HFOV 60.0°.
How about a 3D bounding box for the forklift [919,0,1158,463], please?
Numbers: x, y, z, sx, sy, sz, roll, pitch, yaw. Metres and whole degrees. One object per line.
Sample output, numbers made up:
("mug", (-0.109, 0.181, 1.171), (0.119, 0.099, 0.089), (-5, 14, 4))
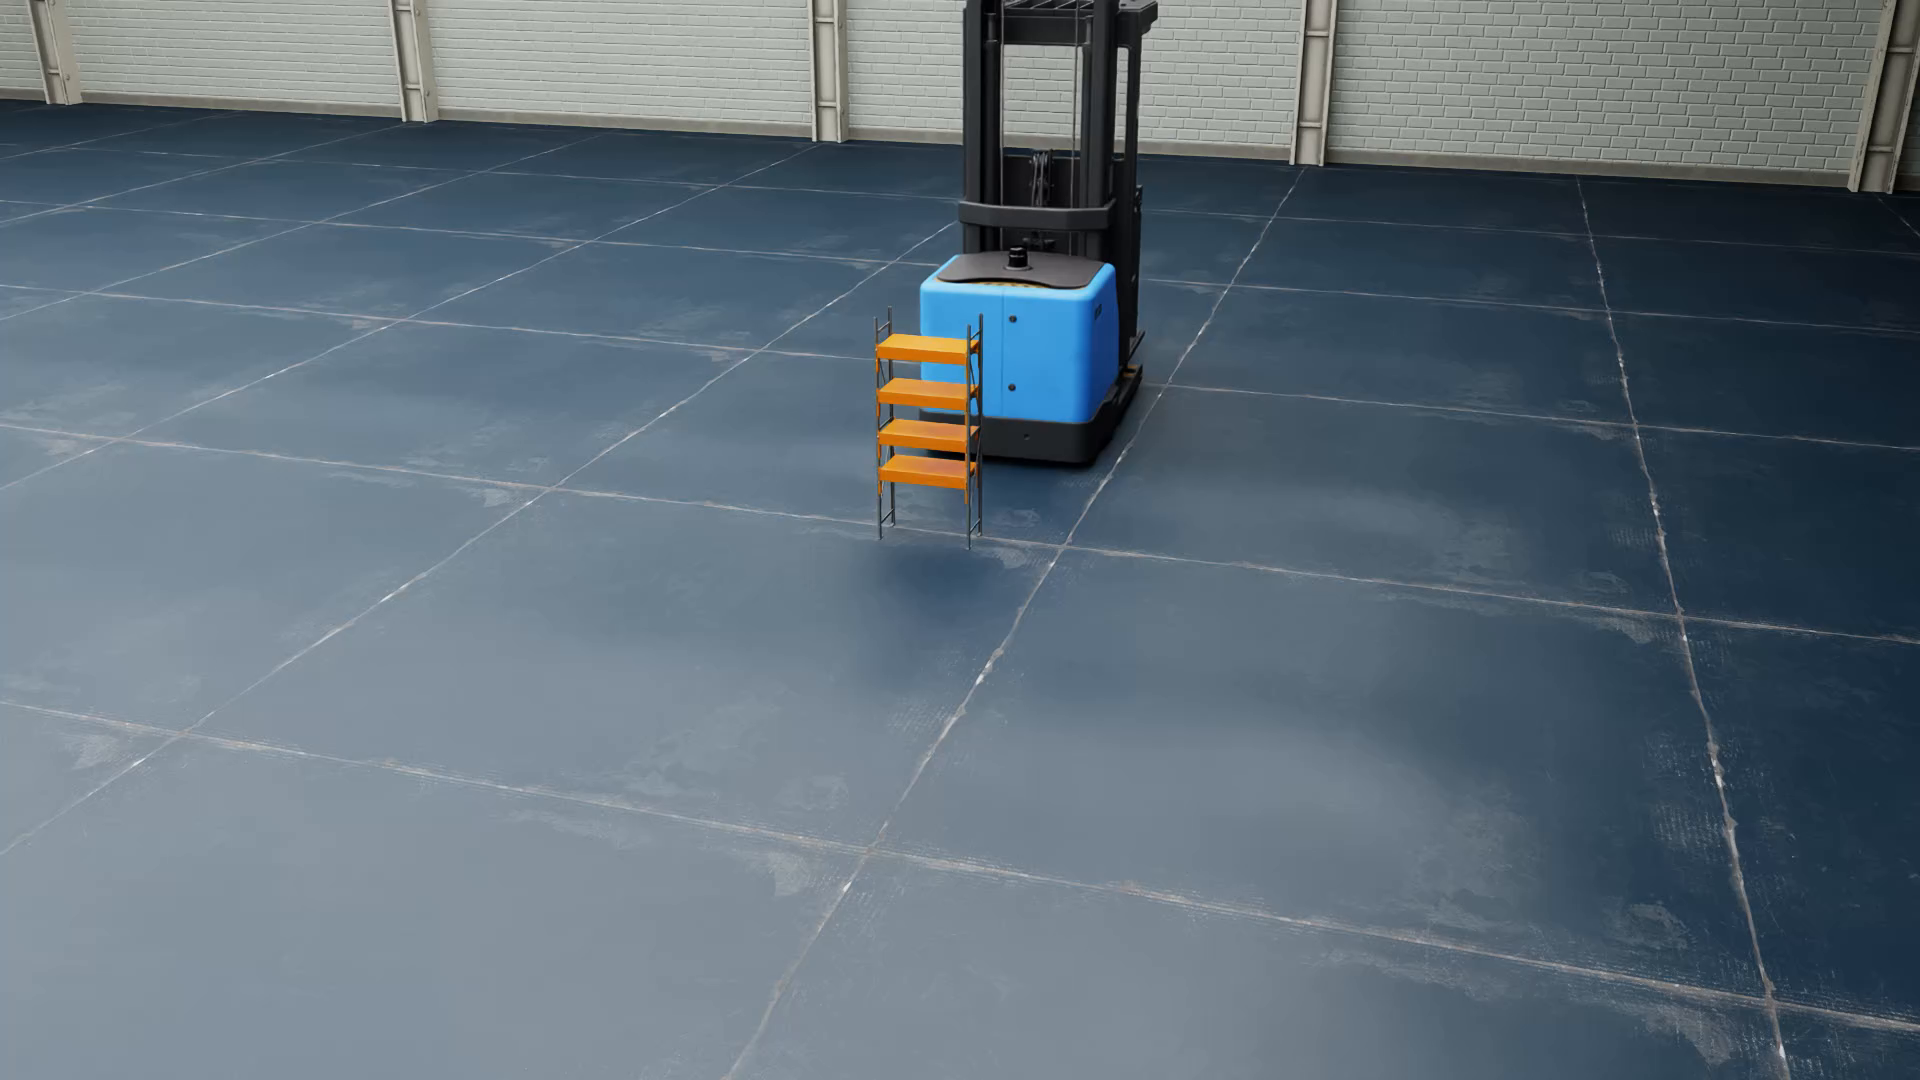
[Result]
("forklift", (0.617, -2.336, 10.603), (1.130, 2.935, 3.031), (6, 23, 13))

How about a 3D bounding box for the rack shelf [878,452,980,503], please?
("rack shelf", (-0.158, -0.327, 8.687), (0.480, 0.148, 0.258), (7, 23, 16))

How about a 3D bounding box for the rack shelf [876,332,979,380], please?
("rack shelf", (-0.158, -0.937, 8.437), (0.480, 0.148, 0.258), (7, 23, 16))

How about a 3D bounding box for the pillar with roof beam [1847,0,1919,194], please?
("pillar with roof beam", (8.601, -6.384, 12.475), (0.400, 9.000, 9.100), (7, 23, 16))

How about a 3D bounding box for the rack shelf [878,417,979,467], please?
("rack shelf", (-0.158, -0.511, 8.612), (0.480, 0.148, 0.258), (7, 23, 16))

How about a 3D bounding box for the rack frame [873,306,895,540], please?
("rack frame", (-0.392, -0.600, 8.652), (0.015, 1.200, 0.240), (7, 23, 16))

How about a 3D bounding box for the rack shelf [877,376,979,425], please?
("rack shelf", (-0.158, -0.718, 8.527), (0.480, 0.148, 0.258), (7, 23, 16))

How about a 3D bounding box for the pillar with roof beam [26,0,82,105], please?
("pillar with roof beam", (-14.376, -9.015, 18.889), (0.400, 9.000, 9.100), (7, 23, 16))

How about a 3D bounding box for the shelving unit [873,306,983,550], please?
("shelving unit", (-0.158, -0.573, 8.587), (0.503, 1.200, 0.258), (7, 23, 16))

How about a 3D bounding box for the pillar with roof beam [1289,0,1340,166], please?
("pillar with roof beam", (2.856, -7.042, 14.079), (0.400, 9.000, 9.100), (7, 23, 16))

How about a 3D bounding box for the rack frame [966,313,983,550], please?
("rack frame", (0.075, -0.547, 8.521), (0.015, 1.200, 0.240), (7, 23, 16))

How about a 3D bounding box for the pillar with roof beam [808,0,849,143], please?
("pillar with roof beam", (-2.888, -7.699, 15.682), (0.400, 9.000, 9.100), (7, 23, 16))

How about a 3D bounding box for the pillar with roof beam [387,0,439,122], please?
("pillar with roof beam", (-8.632, -8.357, 17.286), (0.400, 9.000, 9.100), (7, 23, 16))
